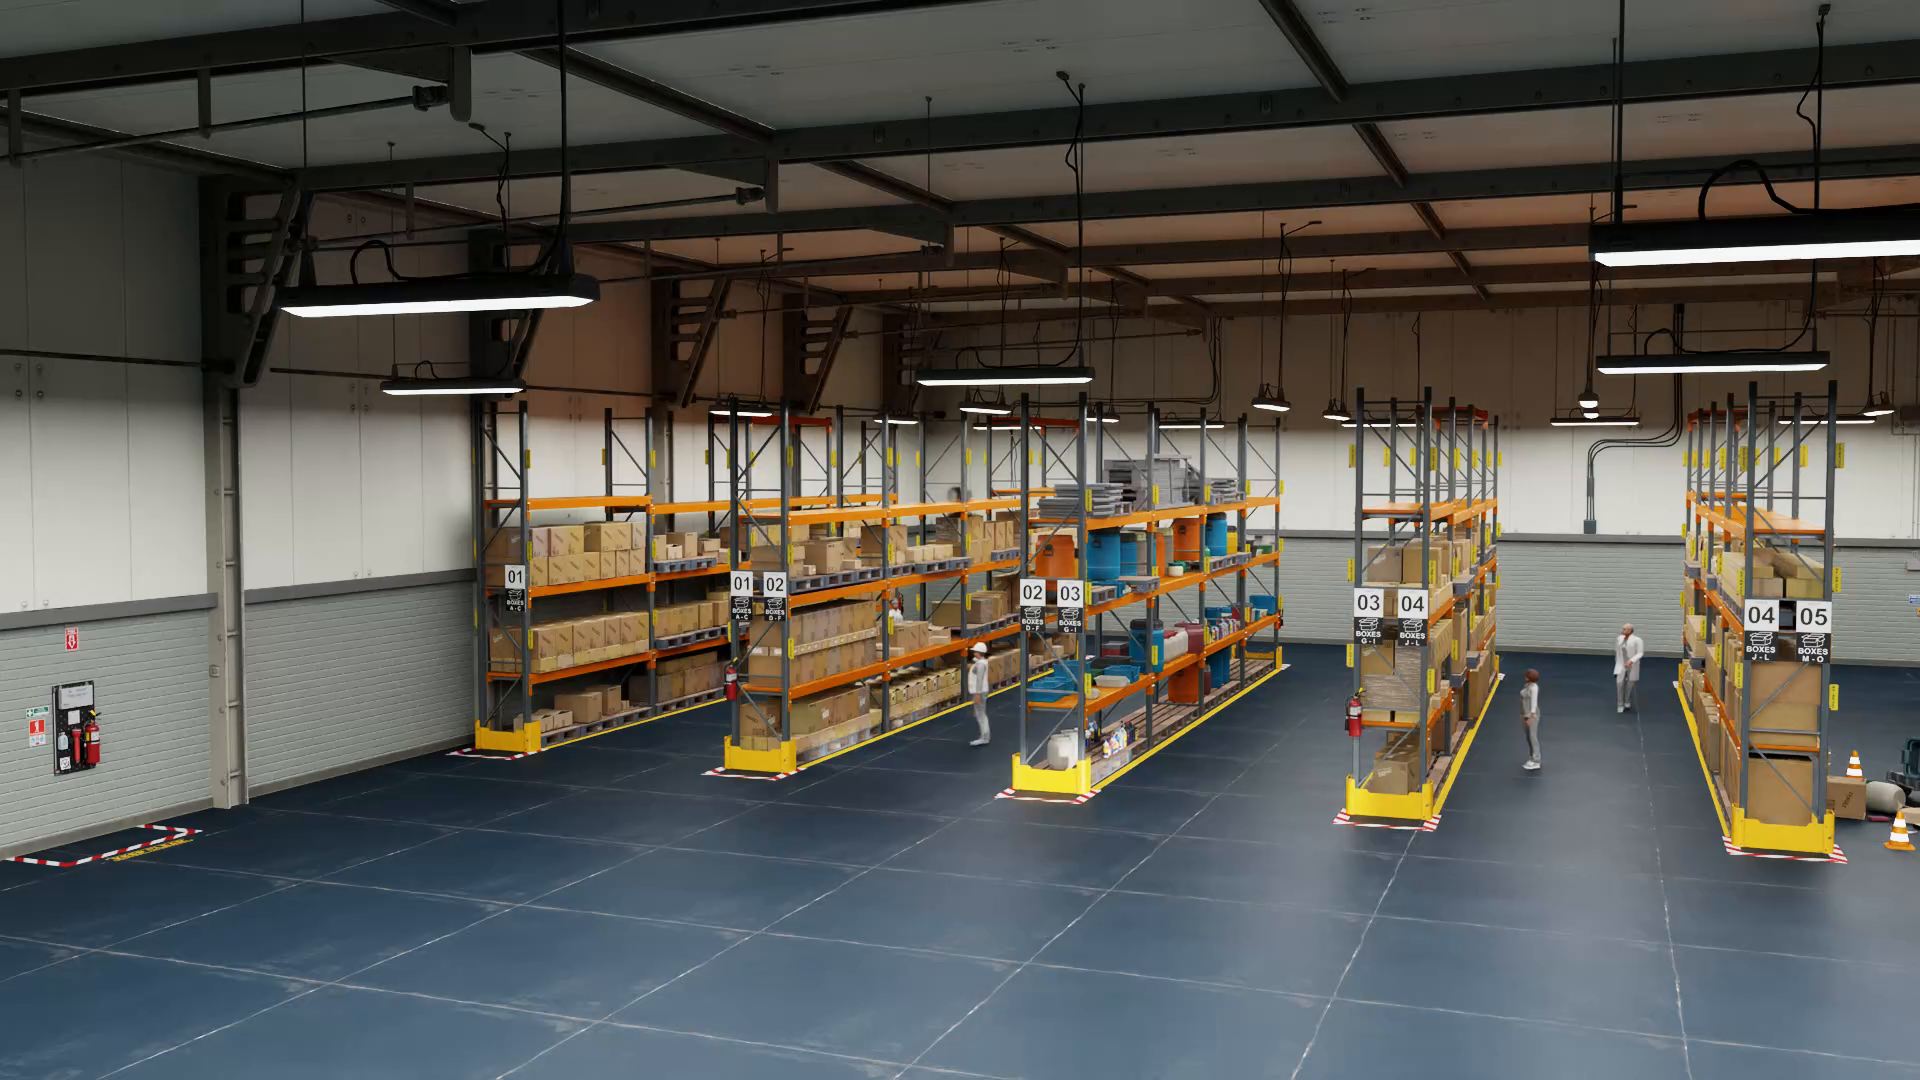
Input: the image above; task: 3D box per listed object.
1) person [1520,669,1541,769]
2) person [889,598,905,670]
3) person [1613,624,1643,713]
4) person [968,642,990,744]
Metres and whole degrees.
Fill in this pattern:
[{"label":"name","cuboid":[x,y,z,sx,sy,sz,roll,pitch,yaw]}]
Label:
[{"label":"person","cuboid":[9.271,2.902,27.026,0.385,1.617,0.509,0,3,-8]},{"label":"person","cuboid":[-1.506,2.232,39.737,0.478,1.699,0.525,2,3,32]},{"label":"person","cuboid":[13.299,2.564,33.089,0.546,1.814,0.935,1,3,23]},{"label":"person","cuboid":[0.336,2.703,29.209,0.396,1.810,0.628,0,3,1]}]
